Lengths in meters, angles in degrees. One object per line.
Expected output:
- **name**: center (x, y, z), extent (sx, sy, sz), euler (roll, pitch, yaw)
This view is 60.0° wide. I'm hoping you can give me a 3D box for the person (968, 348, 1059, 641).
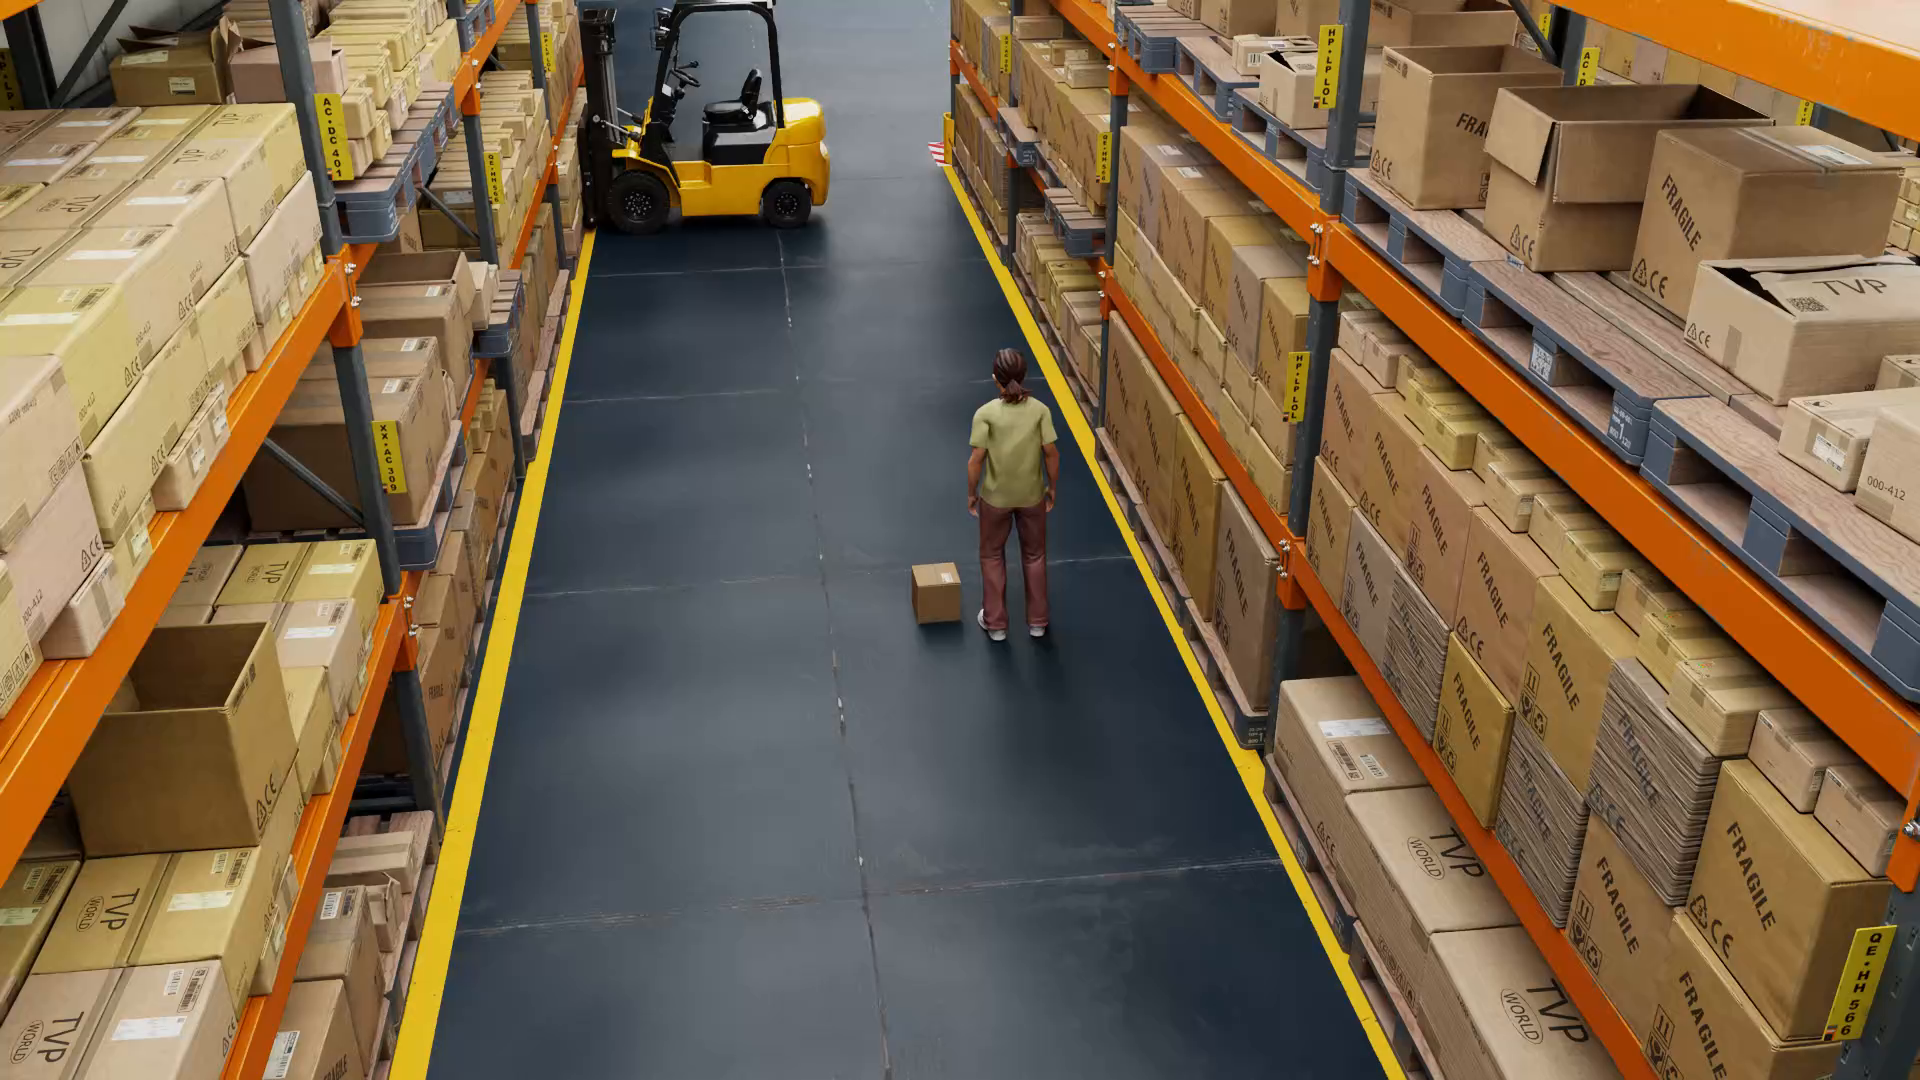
- **person**: center (0.282, -0.237, 9.078), extent (0.499, 1.673, 0.354), euler (-4, 27, -7)
